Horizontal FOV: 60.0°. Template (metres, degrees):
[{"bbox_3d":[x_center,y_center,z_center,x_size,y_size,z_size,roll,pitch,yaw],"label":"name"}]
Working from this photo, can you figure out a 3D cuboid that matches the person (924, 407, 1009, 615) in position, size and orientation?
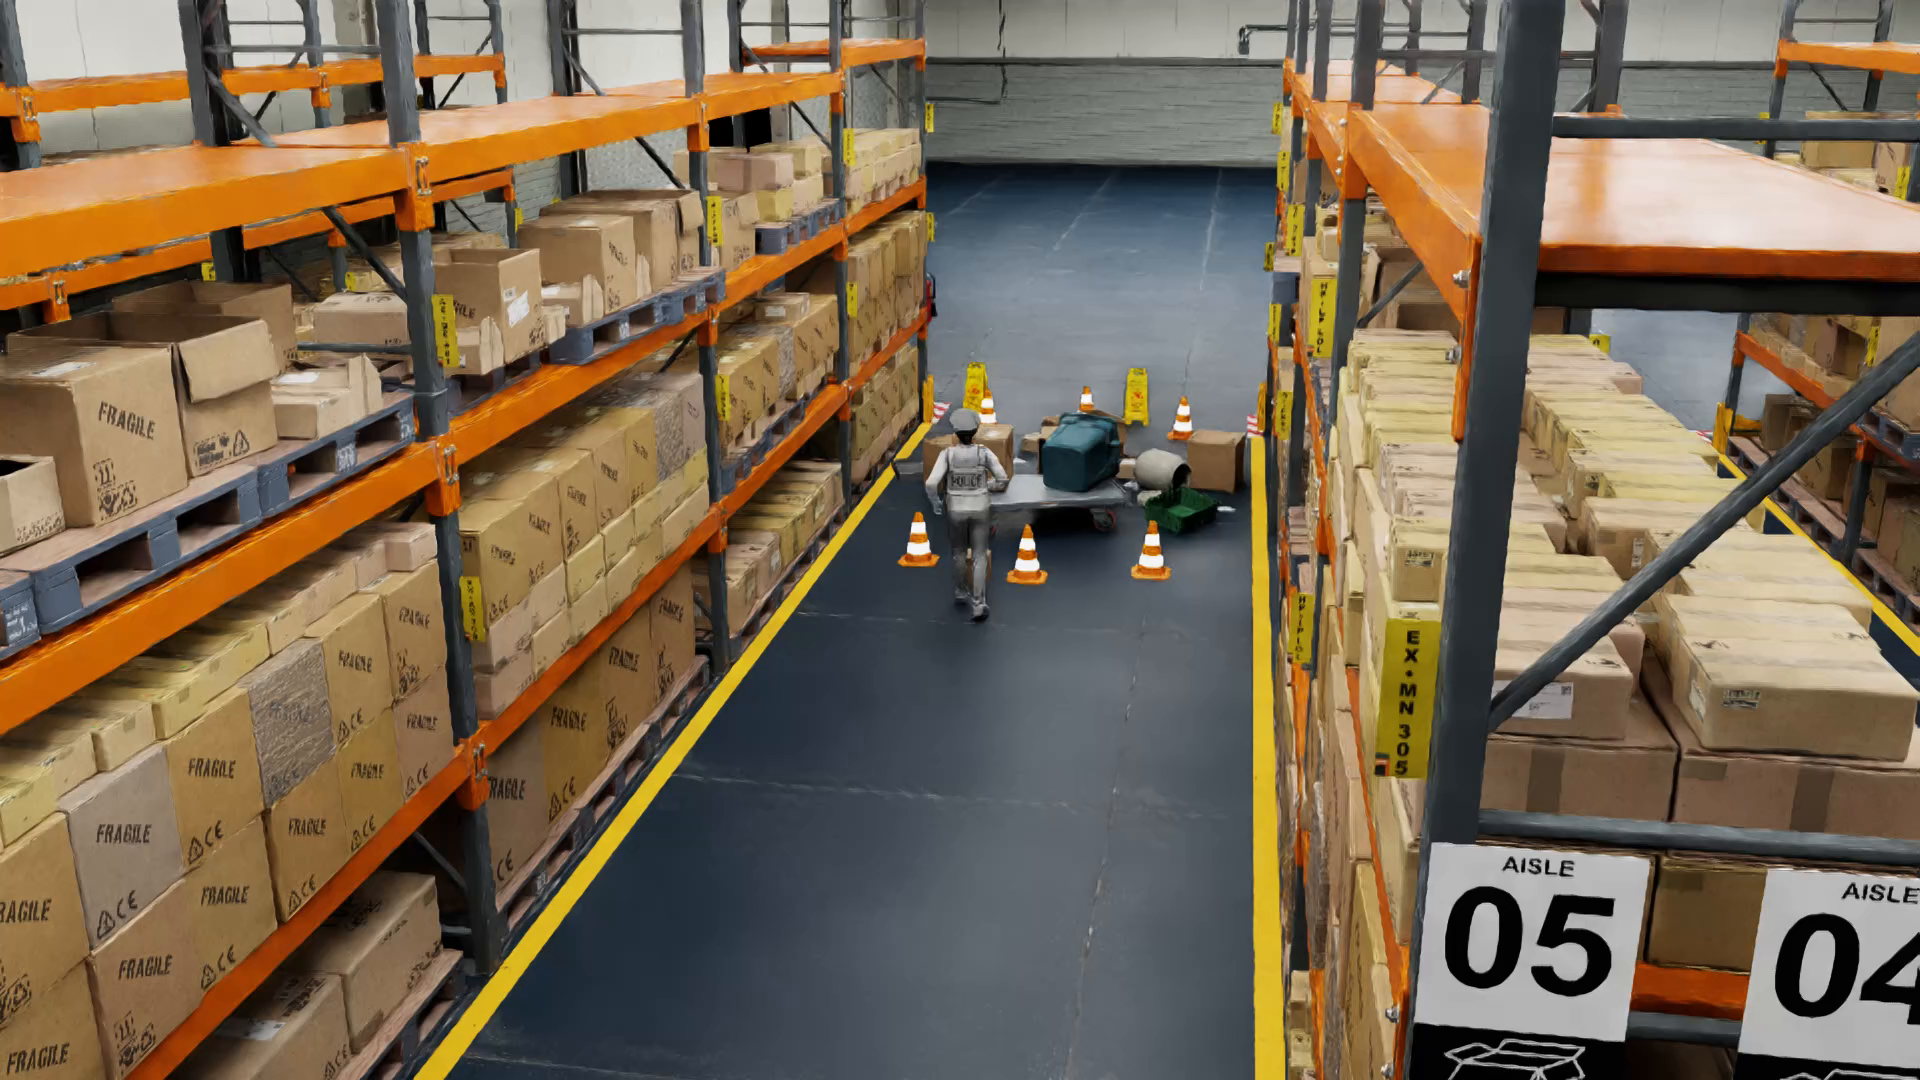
[{"bbox_3d":[0.053,-0.259,13.285,0.662,1.692,0.710,0,18,0],"label":"person"}]
